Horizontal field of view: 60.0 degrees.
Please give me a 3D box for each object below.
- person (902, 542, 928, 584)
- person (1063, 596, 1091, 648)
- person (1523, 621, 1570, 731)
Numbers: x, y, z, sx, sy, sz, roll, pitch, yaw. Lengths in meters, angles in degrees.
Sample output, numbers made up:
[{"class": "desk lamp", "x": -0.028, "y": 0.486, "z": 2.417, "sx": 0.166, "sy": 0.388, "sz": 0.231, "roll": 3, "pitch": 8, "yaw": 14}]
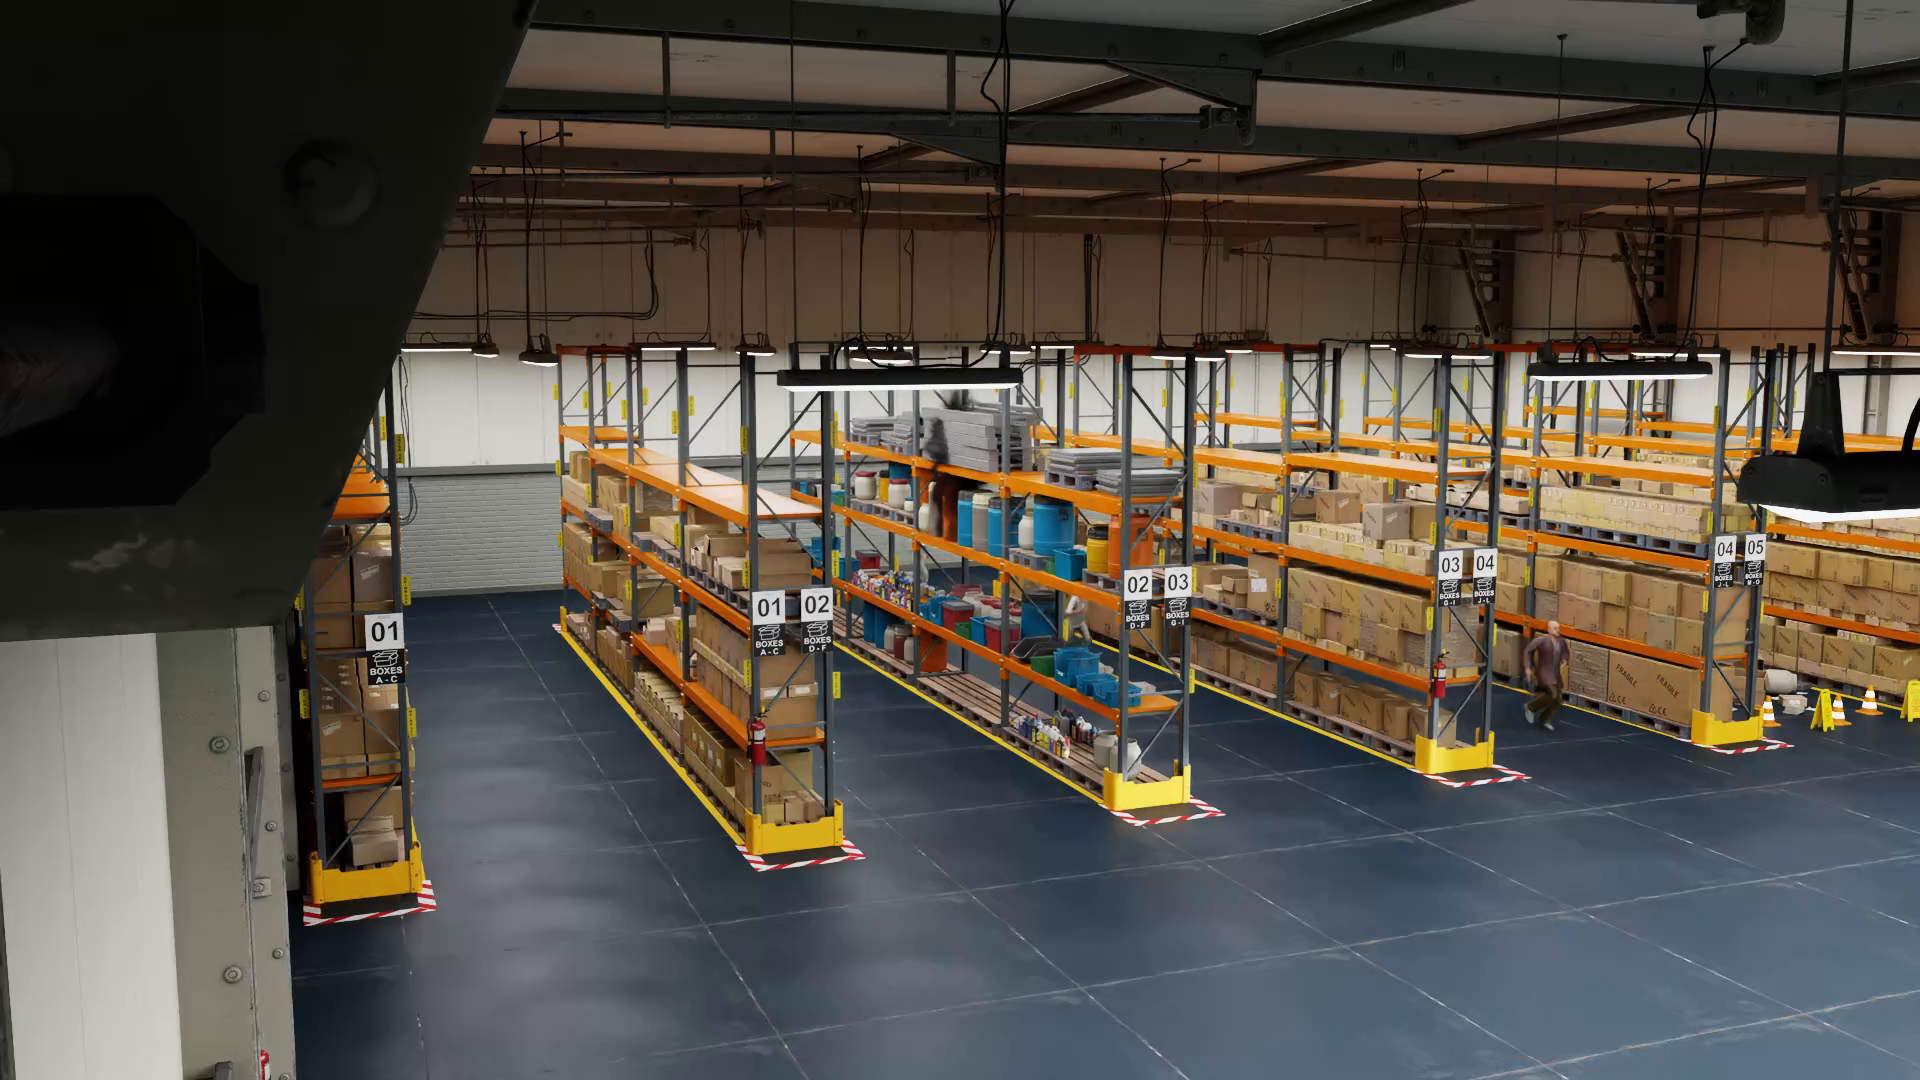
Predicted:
[{"class": "person", "x": -1.078, "y": 0.485, "z": 39.896, "sx": 0.776, "sy": 1.645, "sz": 0.578, "roll": 1, "pitch": 7, "yaw": 4}, {"class": "person", "x": 2.043, "y": 1.538, "z": 29.497, "sx": 0.532, "sy": 1.564, "sz": 0.868, "roll": -3, "pitch": 8, "yaw": -25}, {"class": "person", "x": 9.347, "y": 2.148, "z": 26.386, "sx": 0.818, "sy": 1.735, "sz": 0.554, "roll": -5, "pitch": 9, "yaw": -32}]
